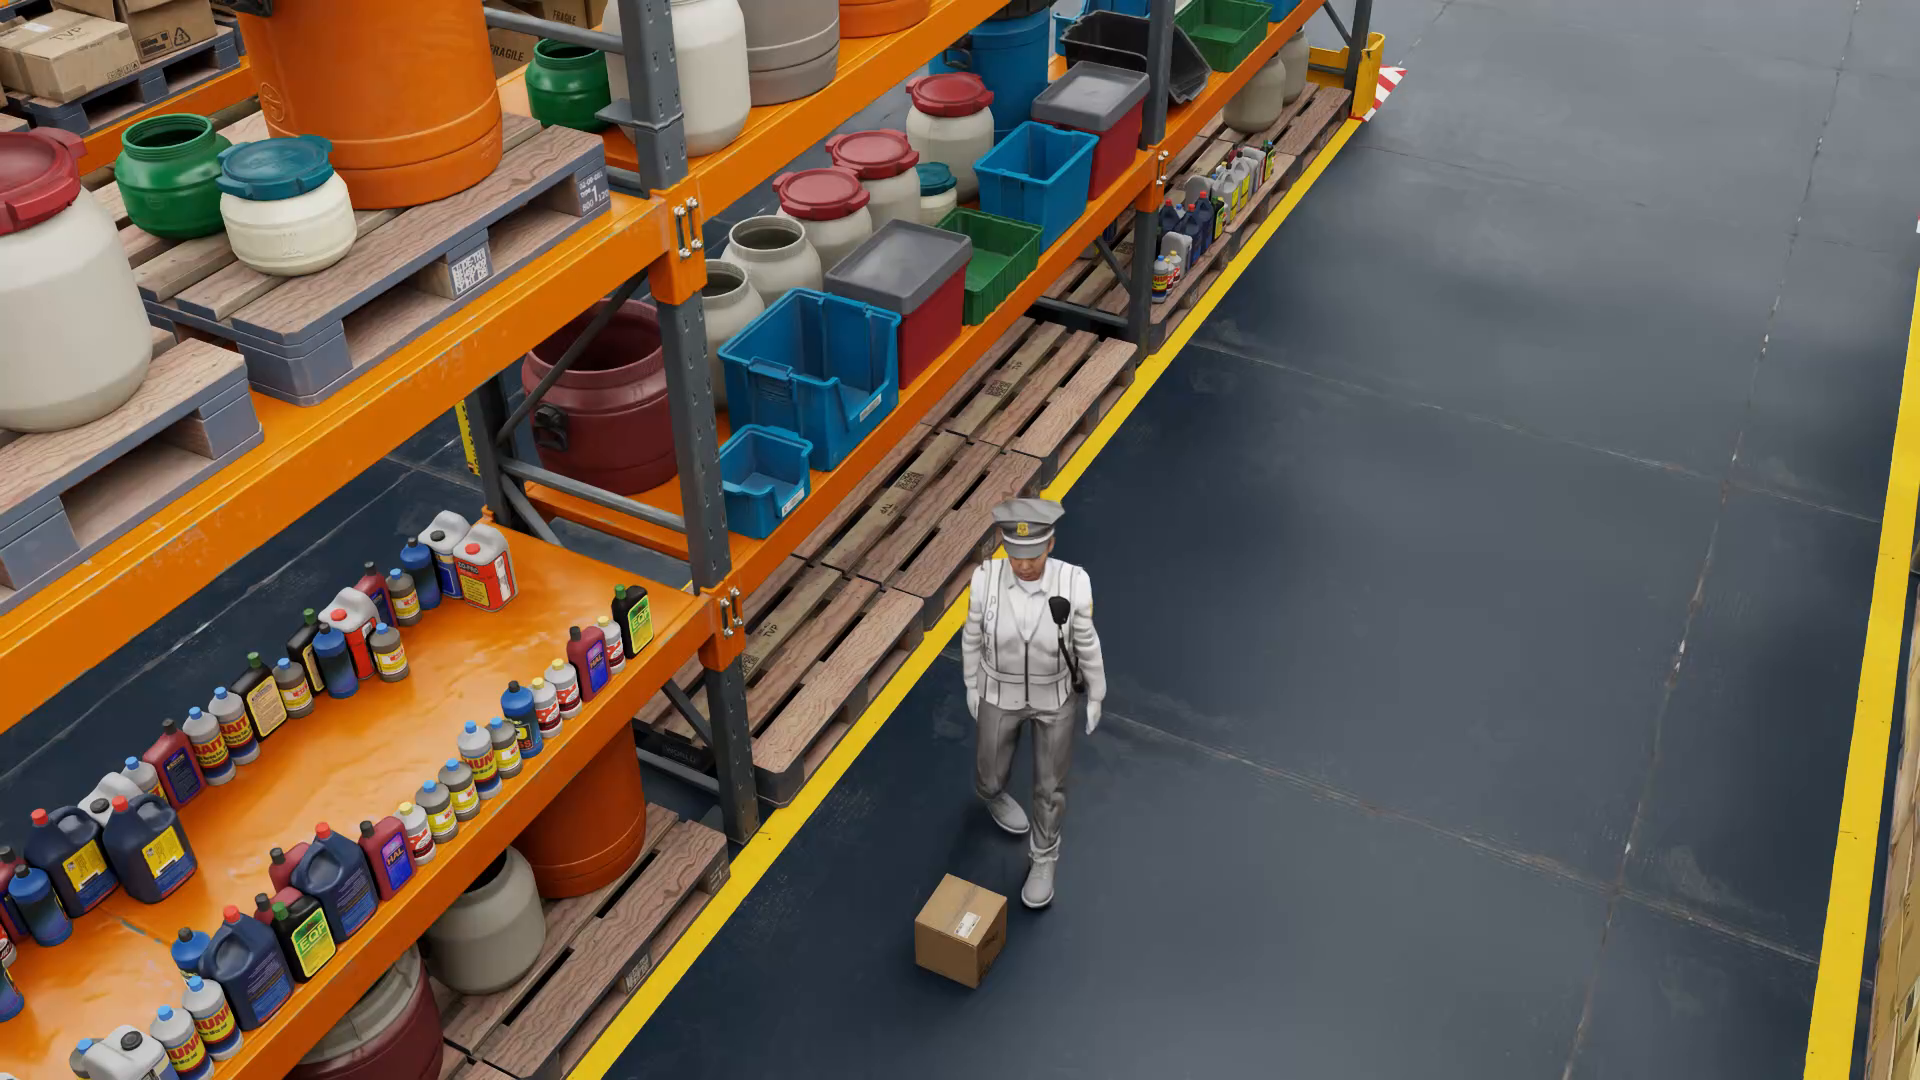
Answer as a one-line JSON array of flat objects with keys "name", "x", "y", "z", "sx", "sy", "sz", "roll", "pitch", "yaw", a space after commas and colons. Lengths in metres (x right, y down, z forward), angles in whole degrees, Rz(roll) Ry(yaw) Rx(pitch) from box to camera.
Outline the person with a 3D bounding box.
[{"name": "person", "x": 0.265, "y": 0.577, "z": 5.984, "sx": 0.527, "sy": 1.672, "sz": 0.566, "roll": 3, "pitch": 38, "yaw": 4}]
